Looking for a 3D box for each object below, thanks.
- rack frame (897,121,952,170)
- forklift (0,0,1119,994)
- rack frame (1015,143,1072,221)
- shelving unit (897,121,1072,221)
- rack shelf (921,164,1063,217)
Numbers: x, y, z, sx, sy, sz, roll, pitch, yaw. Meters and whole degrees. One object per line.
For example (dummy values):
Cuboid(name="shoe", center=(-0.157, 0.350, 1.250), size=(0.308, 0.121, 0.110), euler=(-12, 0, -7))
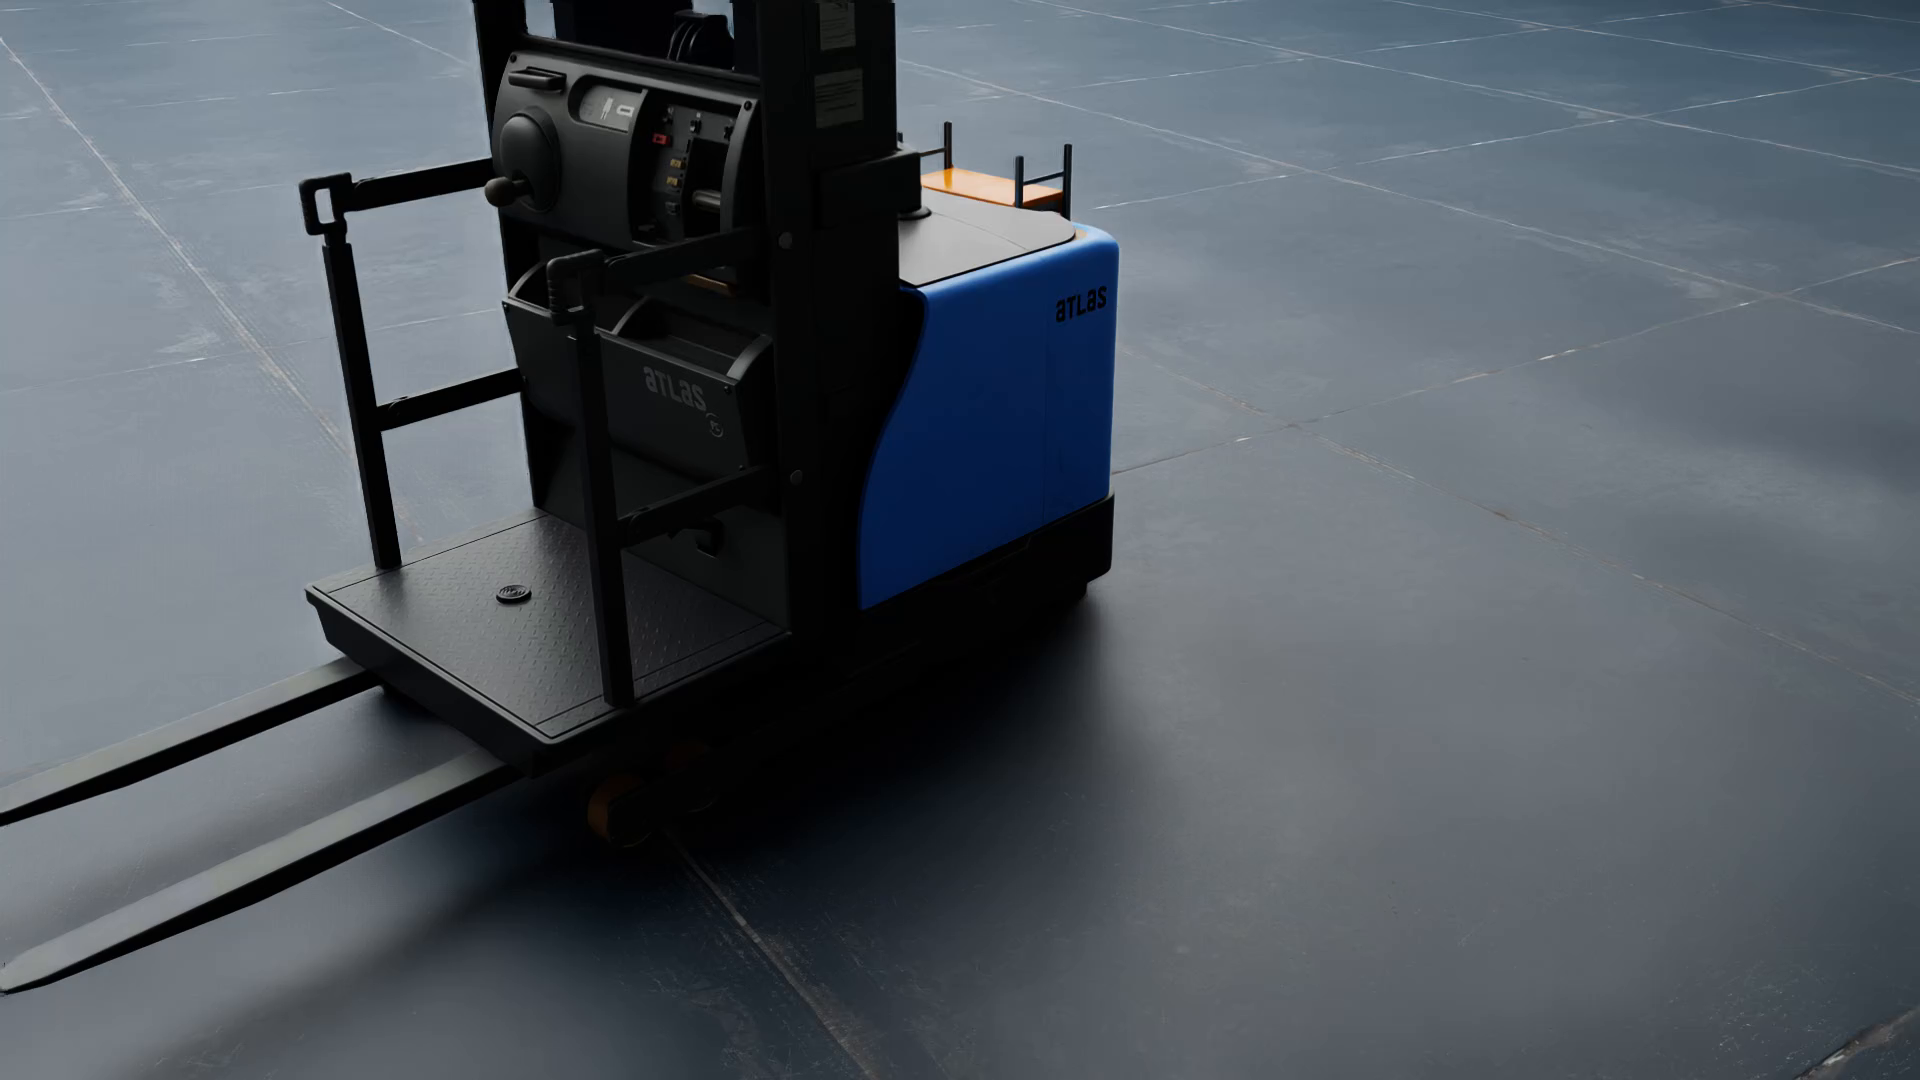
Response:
Cuboid(name="rack frame", center=(-0.113, -0.736, 5.403), size=(0.015, 1.200, 0.240), euler=(22, 33, 38))
Cuboid(name="forklift", center=(-0.928, -0.875, 3.669), size=(1.130, 2.935, 3.031), euler=(22, 33, 38))
Cuboid(name="rack frame", center=(0.245, -0.594, 5.103), size=(0.015, 1.200, 0.240), euler=(22, 33, 38))
Cuboid(name="shelving unit", center=(0.066, -0.665, 5.253), size=(0.503, 1.200, 0.258), euler=(22, 33, 38))
Cuboid(name="rack shelf", center=(0.066, -1.020, 5.085), size=(0.480, 0.148, 0.258), euler=(22, 33, 38))
